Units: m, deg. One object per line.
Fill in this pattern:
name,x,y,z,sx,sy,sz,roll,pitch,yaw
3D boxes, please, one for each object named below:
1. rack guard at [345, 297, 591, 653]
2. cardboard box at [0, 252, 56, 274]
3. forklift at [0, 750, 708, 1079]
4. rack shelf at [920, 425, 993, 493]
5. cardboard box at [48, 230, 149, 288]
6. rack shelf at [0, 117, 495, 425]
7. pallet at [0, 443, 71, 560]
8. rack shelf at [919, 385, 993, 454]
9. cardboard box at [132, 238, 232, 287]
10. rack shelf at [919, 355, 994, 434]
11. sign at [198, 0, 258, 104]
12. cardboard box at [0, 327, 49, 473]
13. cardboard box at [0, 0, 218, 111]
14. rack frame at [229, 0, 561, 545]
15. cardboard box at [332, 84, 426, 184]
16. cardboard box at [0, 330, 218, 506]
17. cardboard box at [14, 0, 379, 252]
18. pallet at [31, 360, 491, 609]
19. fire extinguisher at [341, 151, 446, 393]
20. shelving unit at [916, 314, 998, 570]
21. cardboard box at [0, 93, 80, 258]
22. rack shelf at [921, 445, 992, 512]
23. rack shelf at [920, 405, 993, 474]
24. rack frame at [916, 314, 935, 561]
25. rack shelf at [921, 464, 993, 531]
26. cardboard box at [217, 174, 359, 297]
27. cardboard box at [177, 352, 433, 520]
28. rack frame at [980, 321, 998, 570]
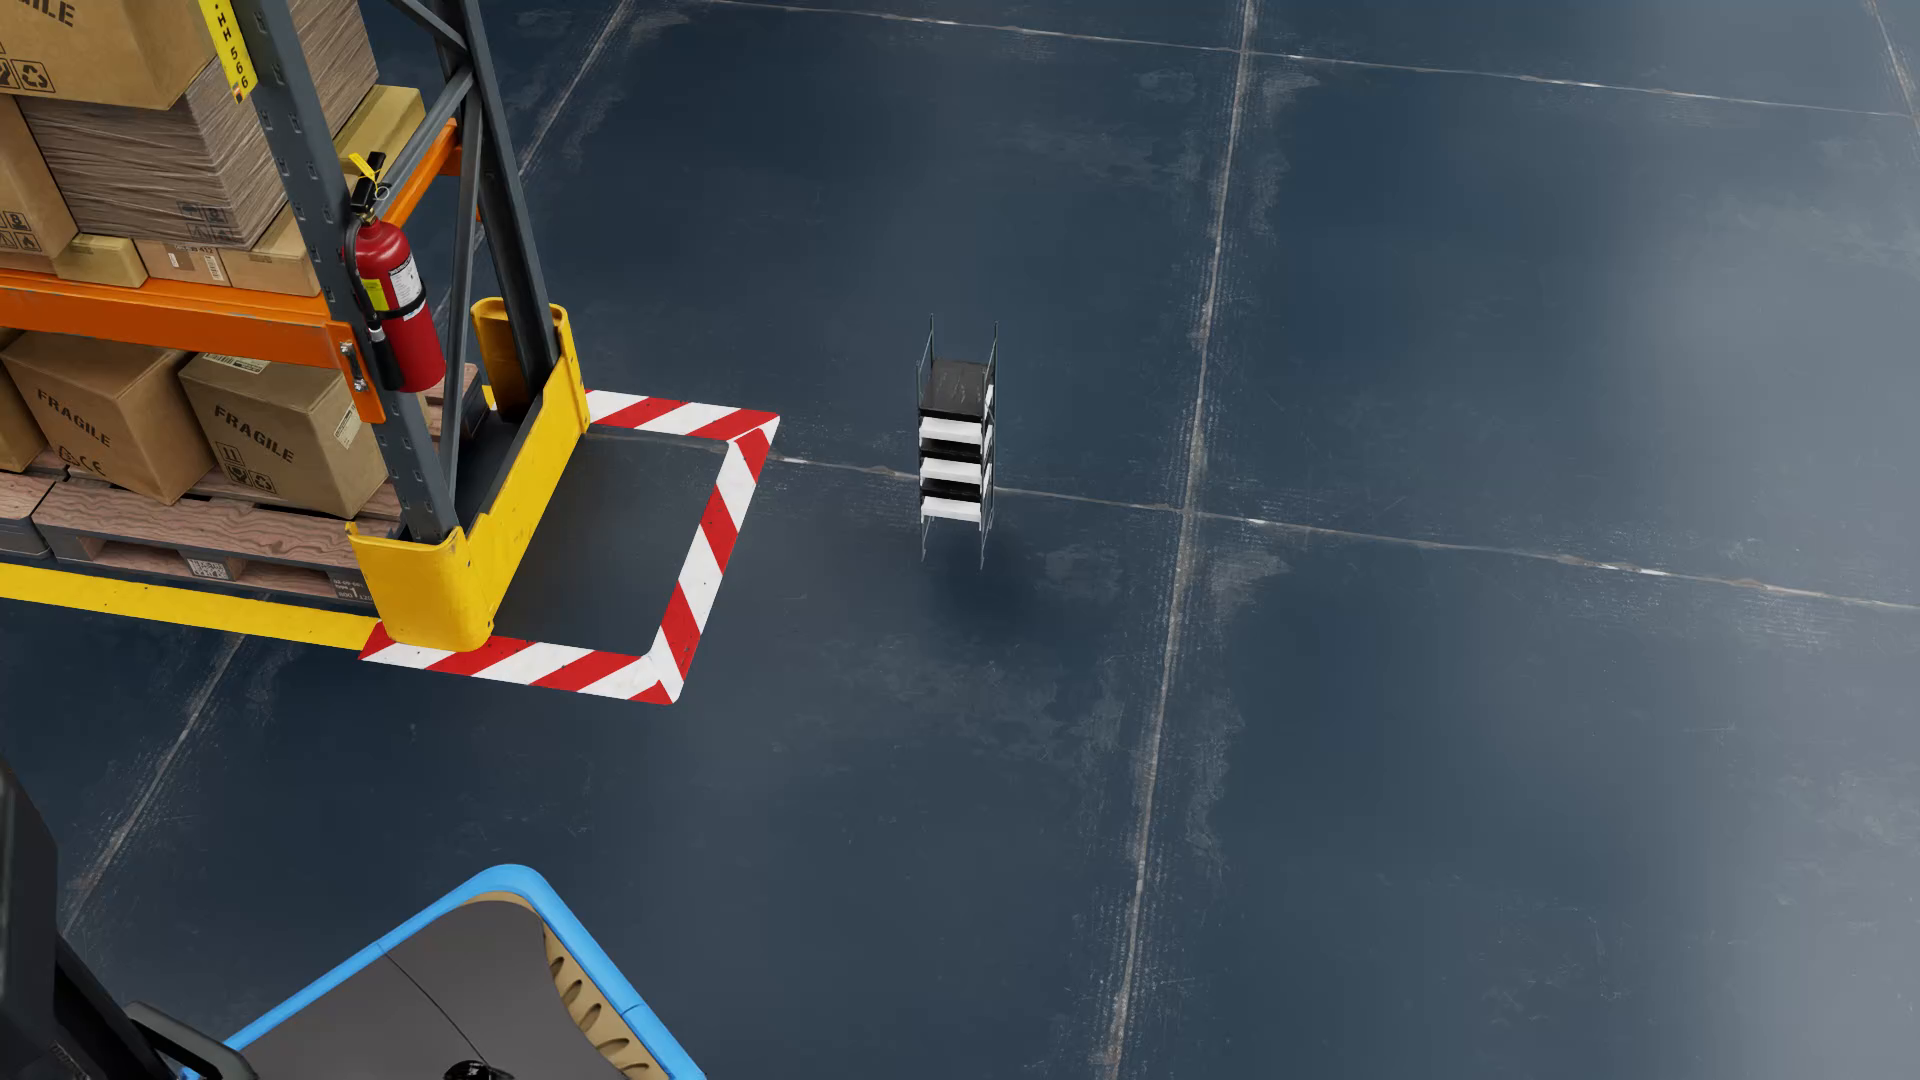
rack guard,-1.628,-0.243,5.633,0.348,0.500,1.175,8,49,7
cardboard box,-2.615,-0.945,4.751,0.250,0.149,0.380,8,49,7
forklift,-1.779,1.427,2.498,3.031,2.935,1.130,-33,56,-26
rack shelf,-0.008,-0.280,5.441,0.200,0.077,0.258,8,49,7
cardboard box,-2.372,-0.900,4.711,0.250,0.149,0.380,8,49,7
rack shelf,-3.522,-1.093,5.199,4.000,0.370,1.077,8,49,7
pallet,-3.618,-0.443,6.006,1.213,0.211,1.003,8,49,7
rack shelf,-0.008,-0.400,5.307,0.200,0.077,0.258,8,49,7
cardboard box,-2.117,-0.905,4.715,0.250,0.149,0.380,8,49,7
rack shelf,-0.008,-0.460,5.240,0.200,0.077,0.258,8,49,7
sign,-1.672,-1.158,3.783,0.005,0.325,0.100,8,49,7
cardboard box,-3.372,-0.619,5.688,0.500,0.500,0.500,12,49,10
cardboard box,-2.139,-1.428,4.077,0.500,0.500,0.500,8,49,7
rack frame,-1.553,-1.069,4.694,0.127,3.000,1.000,8,49,7
cardboard box,-1.791,-1.197,4.978,0.250,0.149,0.380,8,49,7
cardboard box,-2.759,-0.523,5.601,0.500,0.500,0.500,19,51,17
cardboard box,-2.090,-1.295,4.629,0.500,0.500,0.875,8,49,7
pallet,-2.421,-0.280,5.860,1.213,0.211,1.003,8,49,7
fire extinguisher,-1.523,-0.691,4.406,0.183,0.674,0.296,8,49,7
shelving unit,-0.008,-0.302,5.416,0.210,0.900,0.258,8,49,7
cardboard box,-2.603,-1.273,4.610,0.500,0.500,0.875,8,49,7
rack shelf,-0.008,-0.219,5.508,0.200,0.077,0.258,8,49,7
rack shelf,-0.008,-0.340,5.374,0.200,0.077,0.258,8,49,7
rack frame,-0.108,-0.315,5.428,0.006,0.900,0.240,8,49,7
rack shelf,-0.008,-0.159,5.575,0.200,0.077,0.258,8,49,7
cardboard box,-1.871,-0.871,4.685,0.250,0.149,0.380,8,49,7
cardboard box,-2.165,-0.469,5.553,0.500,0.500,0.500,16,50,14
rack frame,0.092,-0.288,5.404,0.006,0.900,0.240,8,49,7
